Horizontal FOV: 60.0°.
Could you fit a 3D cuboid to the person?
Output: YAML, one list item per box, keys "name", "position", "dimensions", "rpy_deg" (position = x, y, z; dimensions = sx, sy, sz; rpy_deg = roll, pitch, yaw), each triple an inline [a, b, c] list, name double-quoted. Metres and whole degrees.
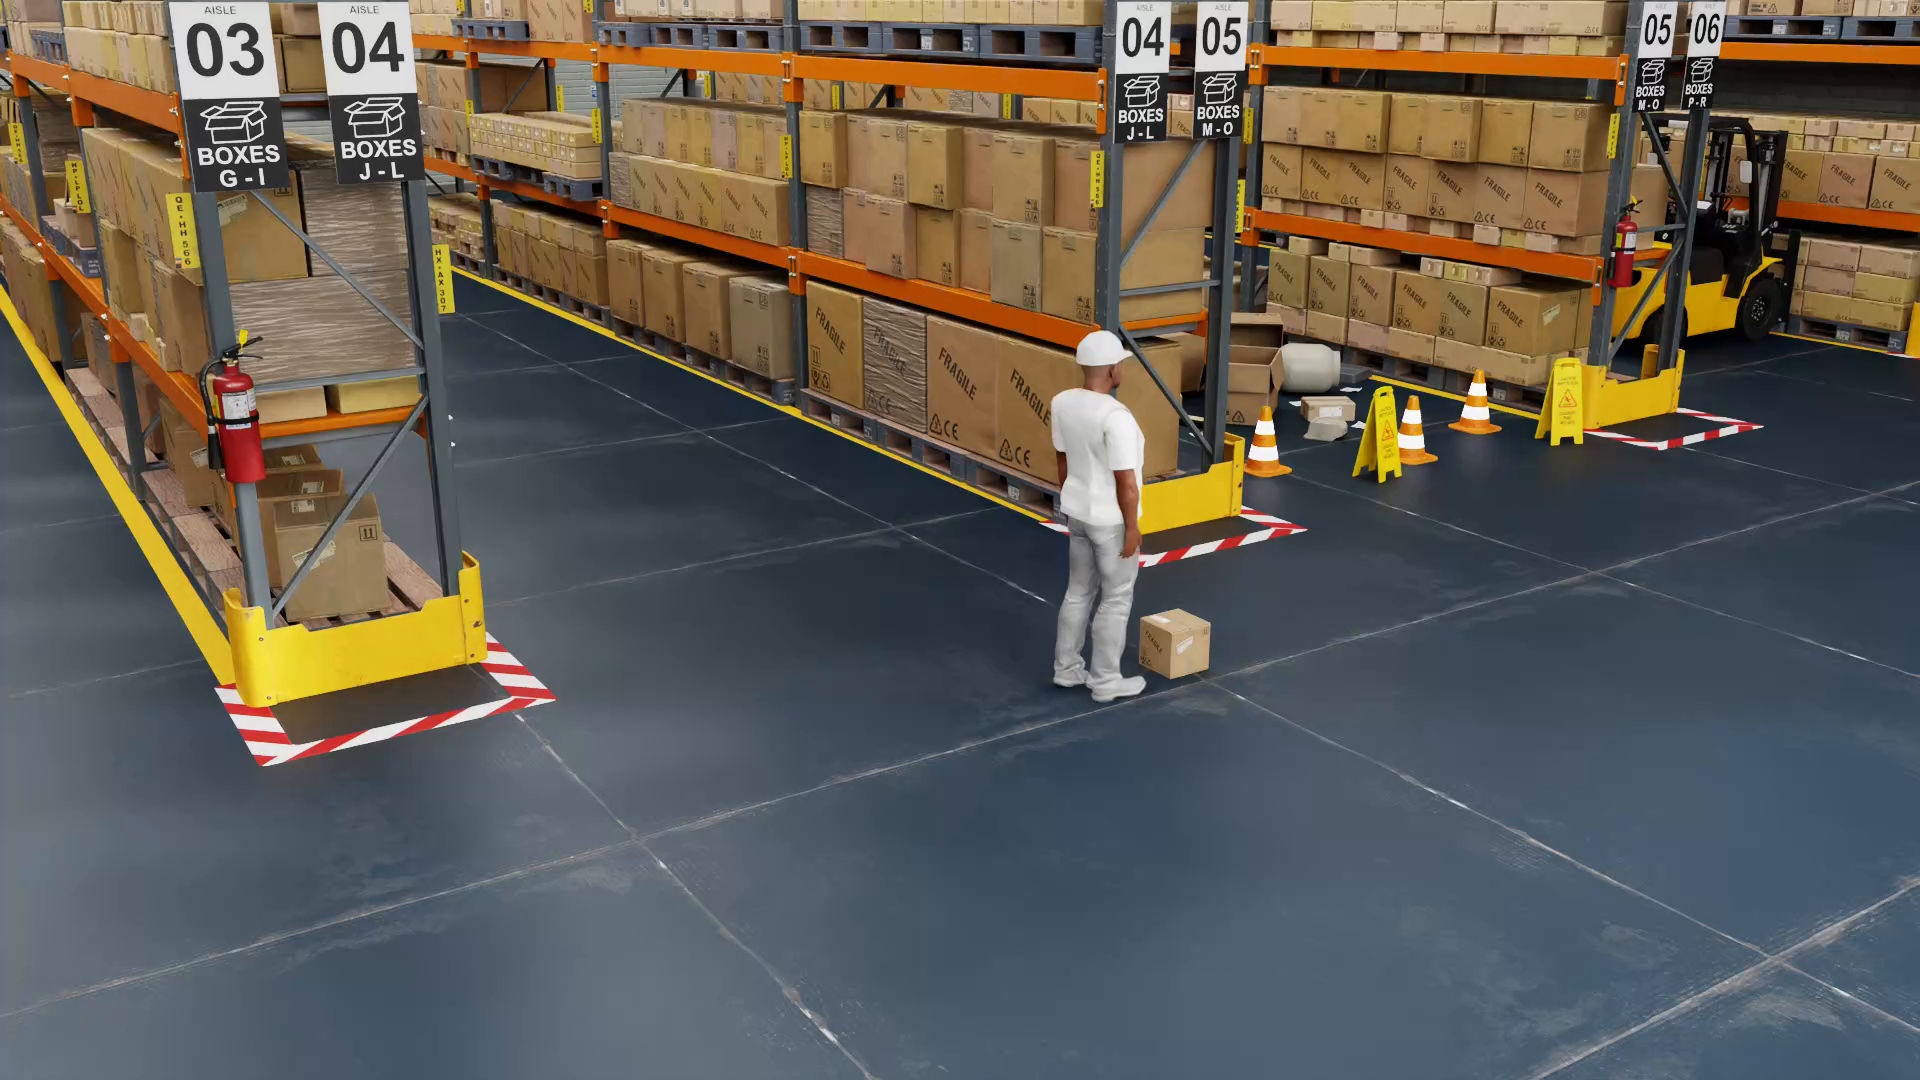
- name: "person"
  position: [0.670, -0.102, 7.891]
  dimensions: [0.372, 1.794, 0.562]
  rpy_deg: [-11, 21, -30]
